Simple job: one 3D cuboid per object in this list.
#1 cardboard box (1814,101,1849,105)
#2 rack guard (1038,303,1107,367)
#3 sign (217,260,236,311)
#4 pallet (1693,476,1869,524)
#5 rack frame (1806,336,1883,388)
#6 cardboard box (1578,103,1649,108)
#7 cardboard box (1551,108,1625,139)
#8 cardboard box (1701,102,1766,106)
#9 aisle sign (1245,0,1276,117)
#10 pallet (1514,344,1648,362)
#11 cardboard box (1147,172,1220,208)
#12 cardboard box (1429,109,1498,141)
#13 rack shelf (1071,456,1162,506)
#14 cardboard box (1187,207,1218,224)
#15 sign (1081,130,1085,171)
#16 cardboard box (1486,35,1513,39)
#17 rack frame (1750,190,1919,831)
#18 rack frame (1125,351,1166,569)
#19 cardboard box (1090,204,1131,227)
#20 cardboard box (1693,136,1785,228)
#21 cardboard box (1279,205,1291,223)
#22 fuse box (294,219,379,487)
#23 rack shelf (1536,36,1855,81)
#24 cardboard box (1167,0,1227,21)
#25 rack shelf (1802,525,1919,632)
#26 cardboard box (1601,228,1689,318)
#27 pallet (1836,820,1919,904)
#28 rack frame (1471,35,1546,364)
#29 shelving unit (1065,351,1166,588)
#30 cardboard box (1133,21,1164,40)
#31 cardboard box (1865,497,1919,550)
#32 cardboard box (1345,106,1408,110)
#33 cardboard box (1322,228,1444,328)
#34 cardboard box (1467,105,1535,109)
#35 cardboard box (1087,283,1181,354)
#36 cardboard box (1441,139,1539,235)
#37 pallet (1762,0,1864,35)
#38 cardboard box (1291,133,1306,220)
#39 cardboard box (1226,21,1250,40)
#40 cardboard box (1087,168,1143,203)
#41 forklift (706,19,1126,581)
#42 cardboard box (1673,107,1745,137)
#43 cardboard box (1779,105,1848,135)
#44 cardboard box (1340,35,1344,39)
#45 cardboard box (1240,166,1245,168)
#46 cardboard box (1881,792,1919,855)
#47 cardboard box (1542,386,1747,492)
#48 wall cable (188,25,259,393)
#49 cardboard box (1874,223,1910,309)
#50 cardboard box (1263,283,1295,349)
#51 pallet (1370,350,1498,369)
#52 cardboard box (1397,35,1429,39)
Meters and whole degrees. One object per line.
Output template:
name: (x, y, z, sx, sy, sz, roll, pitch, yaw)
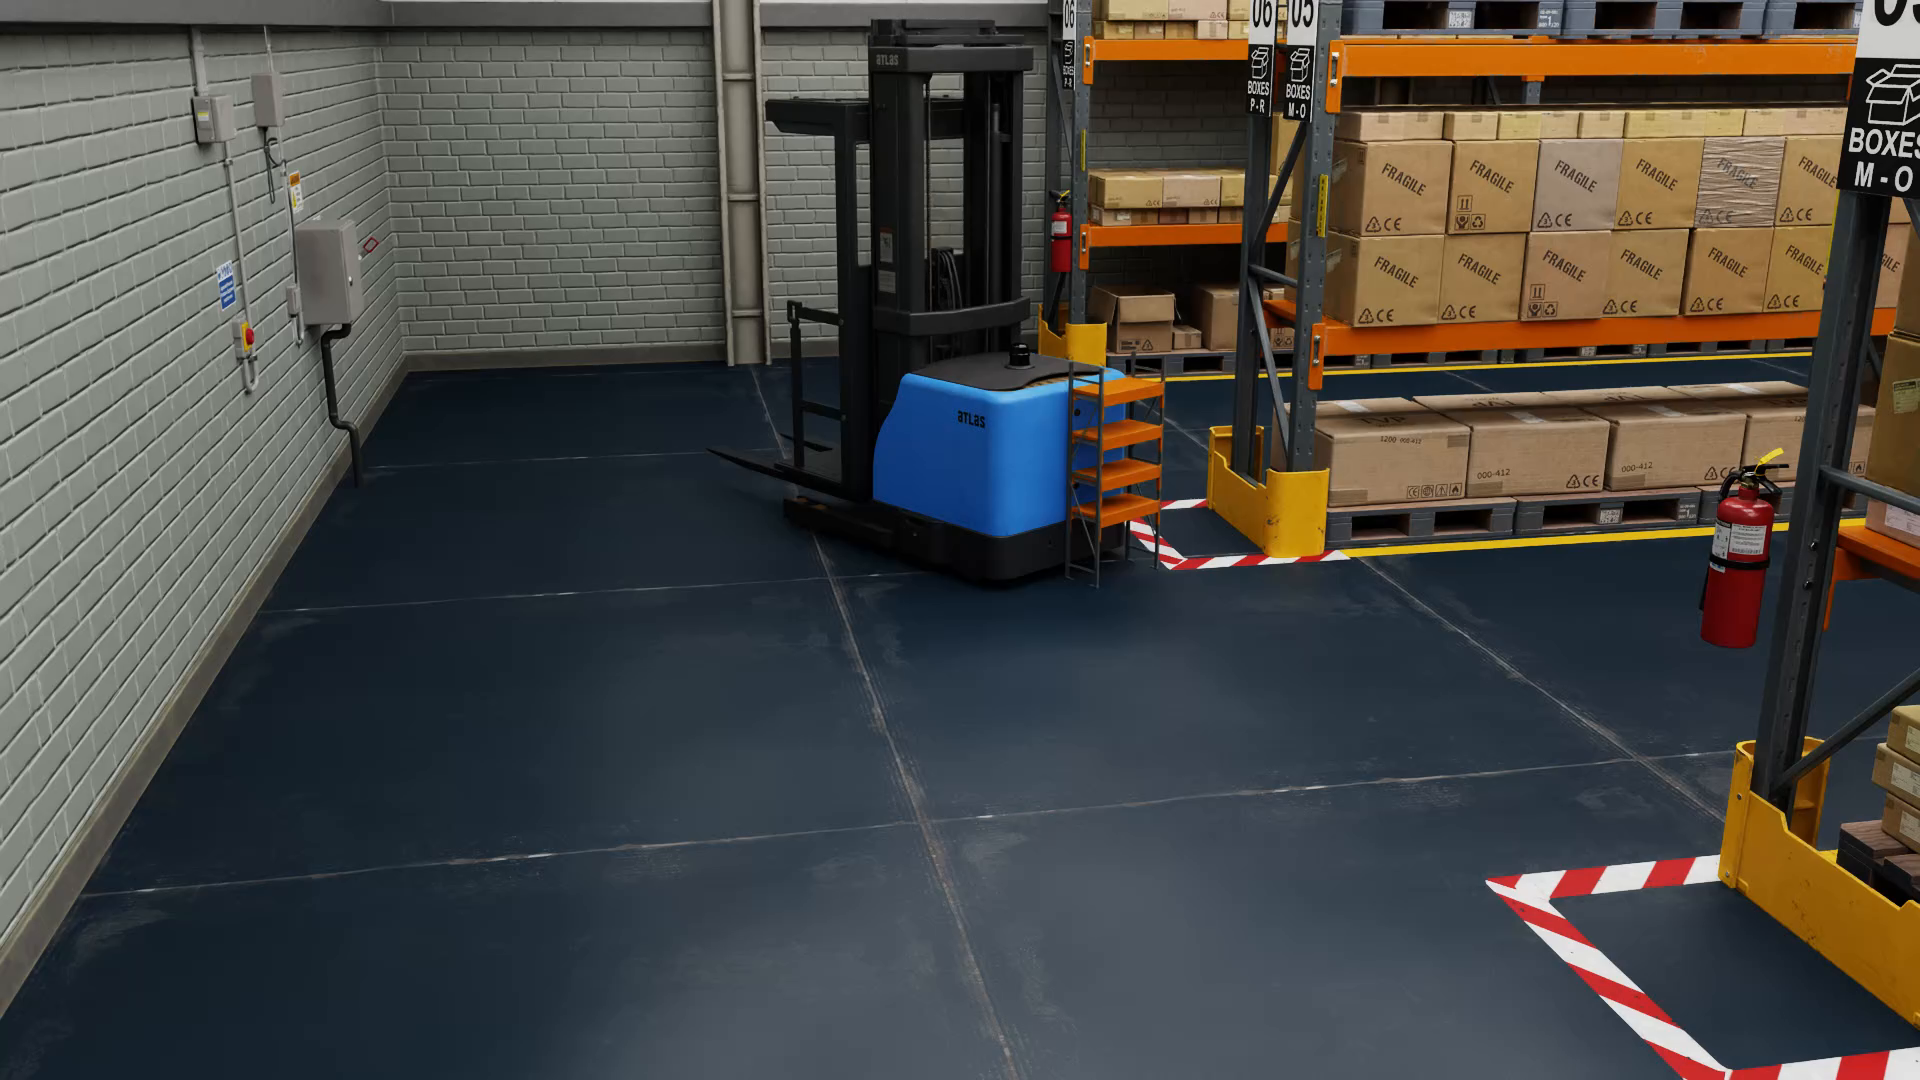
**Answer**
cardboard box: (5.417, -2.622, 10.261, 0.250, 0.149, 0.380, -4, 17, -11)
rack guard: (0.978, -1.746, 14.645, 0.348, 0.500, 1.175, -3, 17, -10)
sign: (-3.734, -1.297, 8.465, 0.001, 0.218, 0.327, -3, 17, -10)
pallet: (5.015, -0.376, 10.676, 1.213, 0.211, 1.003, -3, 17, -10)
rack frame: (5.776, -1.729, 10.331, 0.127, 3.000, 1.000, -3, 17, -10)
cardboard box: (3.918, -2.542, 10.002, 0.250, 0.149, 0.380, -3, 17, -10)
cardboard box: (3.527, -2.350, 9.375, 0.250, 0.149, 0.380, -3, 17, -10)
cardboard box: (4.670, -2.580, 10.126, 0.250, 0.149, 0.380, -3, 17, -11)
aisle sign: (1.719, -2.834, 9.502, 0.004, 0.787, 0.394, -3, 17, -10)
pallet: (5.622, -1.883, 15.582, 1.213, 0.211, 1.003, -3, 17, -10)
cardboard box: (1.895, -2.983, 14.163, 0.500, 0.250, 0.500, -3, 17, -10)
cardboard box: (2.771, -2.298, 9.208, 0.250, 0.149, 0.380, -3, 17, -9)
rack shelf: (0.842, -0.324, 9.052, 0.480, 0.148, 0.258, -15, 23, -40)
cardboard box: (2.031, -2.804, 14.261, 0.250, 0.149, 0.380, -3, 17, -9)
sign: (1.007, -3.194, 13.628, 0.005, 0.325, 0.100, -3, 17, -10)
cardboard box: (4.534, -4.368, 14.243, 0.250, 0.149, 0.380, -3, 17, -11)
rack frame: (2.887, -0.085, 4.978, 0.127, 3.000, 1.000, -3, 17, -10)
rack frame: (1.023, -0.437, 9.189, 0.015, 1.200, 0.240, -15, 23, -40)
cardboard box: (1.278, -2.756, 14.103, 0.250, 0.149, 0.380, -3, 17, -11)
cardboard box: (4.368, -2.092, 9.640, 0.500, 0.500, 0.500, -3, 17, -10)
cardboard box: (2.807, -2.834, 14.357, 0.250, 0.149, 0.380, -3, 17, -9)
fuse box: (-3.938, -1.183, 10.749, 0.414, 1.711, 0.539, -3, 17, -10)
rack shelf: (6.795, -4.361, 15.017, 4.000, 0.370, 1.077, -3, 17, -10)
cardboard box: (1.886, -4.421, 13.737, 0.500, 0.250, 0.500, -3, 17, -9)
rack shelf: (4.851, 0.148, 5.447, 4.000, 0.370, 1.077, -3, 17, -10)
cardboard box: (3.858, -1.590, 9.709, 0.500, 0.500, 0.500, -3, 17, -9)
pallet: (3.766, 1.209, 5.516, 1.213, 0.211, 1.003, -3, 17, -10)
rack frame: (4.831, -3.159, 14.989, 0.127, 3.000, 1.000, -3, 17, -10)
shelving unit: (0.842, -0.388, 9.033, 0.503, 1.200, 0.258, -15, 23, -40)
cardboard box: (1.513, -4.223, 13.772, 0.250, 0.149, 0.380, -3, 17, -9)
cardboard box: (3.154, -0.064, 5.340, 0.250, 0.149, 0.380, -3, 17, -10)
cardboard box: (2.408, -2.441, 9.671, 0.250, 0.149, 0.380, -3, 17, -9)
cardboard box: (2.375, -1.498, 9.409, 0.500, 0.500, 0.500, -3, 17, -11)
cardboard box: (3.171, -2.476, 9.785, 0.250, 0.149, 0.380, -3, 17, -11)
cardboard box: (1.522, -1.951, 14.591, 0.637, 0.503, 0.797, -4, 18, -13)
cardboard box: (2.880, -2.007, 9.364, 0.500, 0.500, 0.500, -4, 17, -12)
pallet: (4.971, -3.078, 9.765, 1.213, 0.211, 1.003, -3, 17, -10)
cardboard box: (2.277, -2.127, 9.755, 0.500, 0.500, 0.500, -3, 17, -9)
cardboard box: (2.288, -4.234, 13.806, 0.250, 0.149, 0.380, -3, 17, -11)
cardboard box: (1.305, -3.109, 14.575, 0.500, 0.250, 0.500, -3, 17, -9)
forklift: (-0.423, -1.538, 9.827, 1.130, 2.935, 3.031, -15, 23, -40)
cardboard box: (4.267, -2.403, 9.548, 0.250, 0.149, 0.380, -4, 17, -12)
cardboard box: (5.008, -2.461, 9.738, 0.250, 0.149, 0.380, -3, 17, -10)
cardboard box: (3.028, -4.274, 13.937, 0.250, 0.149, 0.380, -3, 17, -9)
cardboard box: (2.812, -3.193, 14.847, 0.500, 0.250, 0.500, -3, 17, -11)
cardboard box: (3.364, 0.988, 5.626, 0.250, 0.149, 0.380, -3, 17, -10)
cardboard box: (4.261, -0.651, 10.470, 0.875, 0.438, 0.875, -4, 17, -12)
wall cable: (-3.683, -1.686, 8.408, 0.123, 1.953, 0.585, -3, 17, -10)
cardboard box: (5.369, -1.677, 9.993, 0.500, 0.500, 0.500, -3, 17, -10)
cardboard box: (2.907, -1.986, 14.712, 0.500, 0.500, 0.500, -3, 17, -9)
pallet: (4.157, -1.788, 15.275, 1.213, 0.211, 1.003, -3, 17, -10)
cardboard box: (3.786, -4.330, 14.121, 0.250, 0.149, 0.380, -3, 17, -11)
